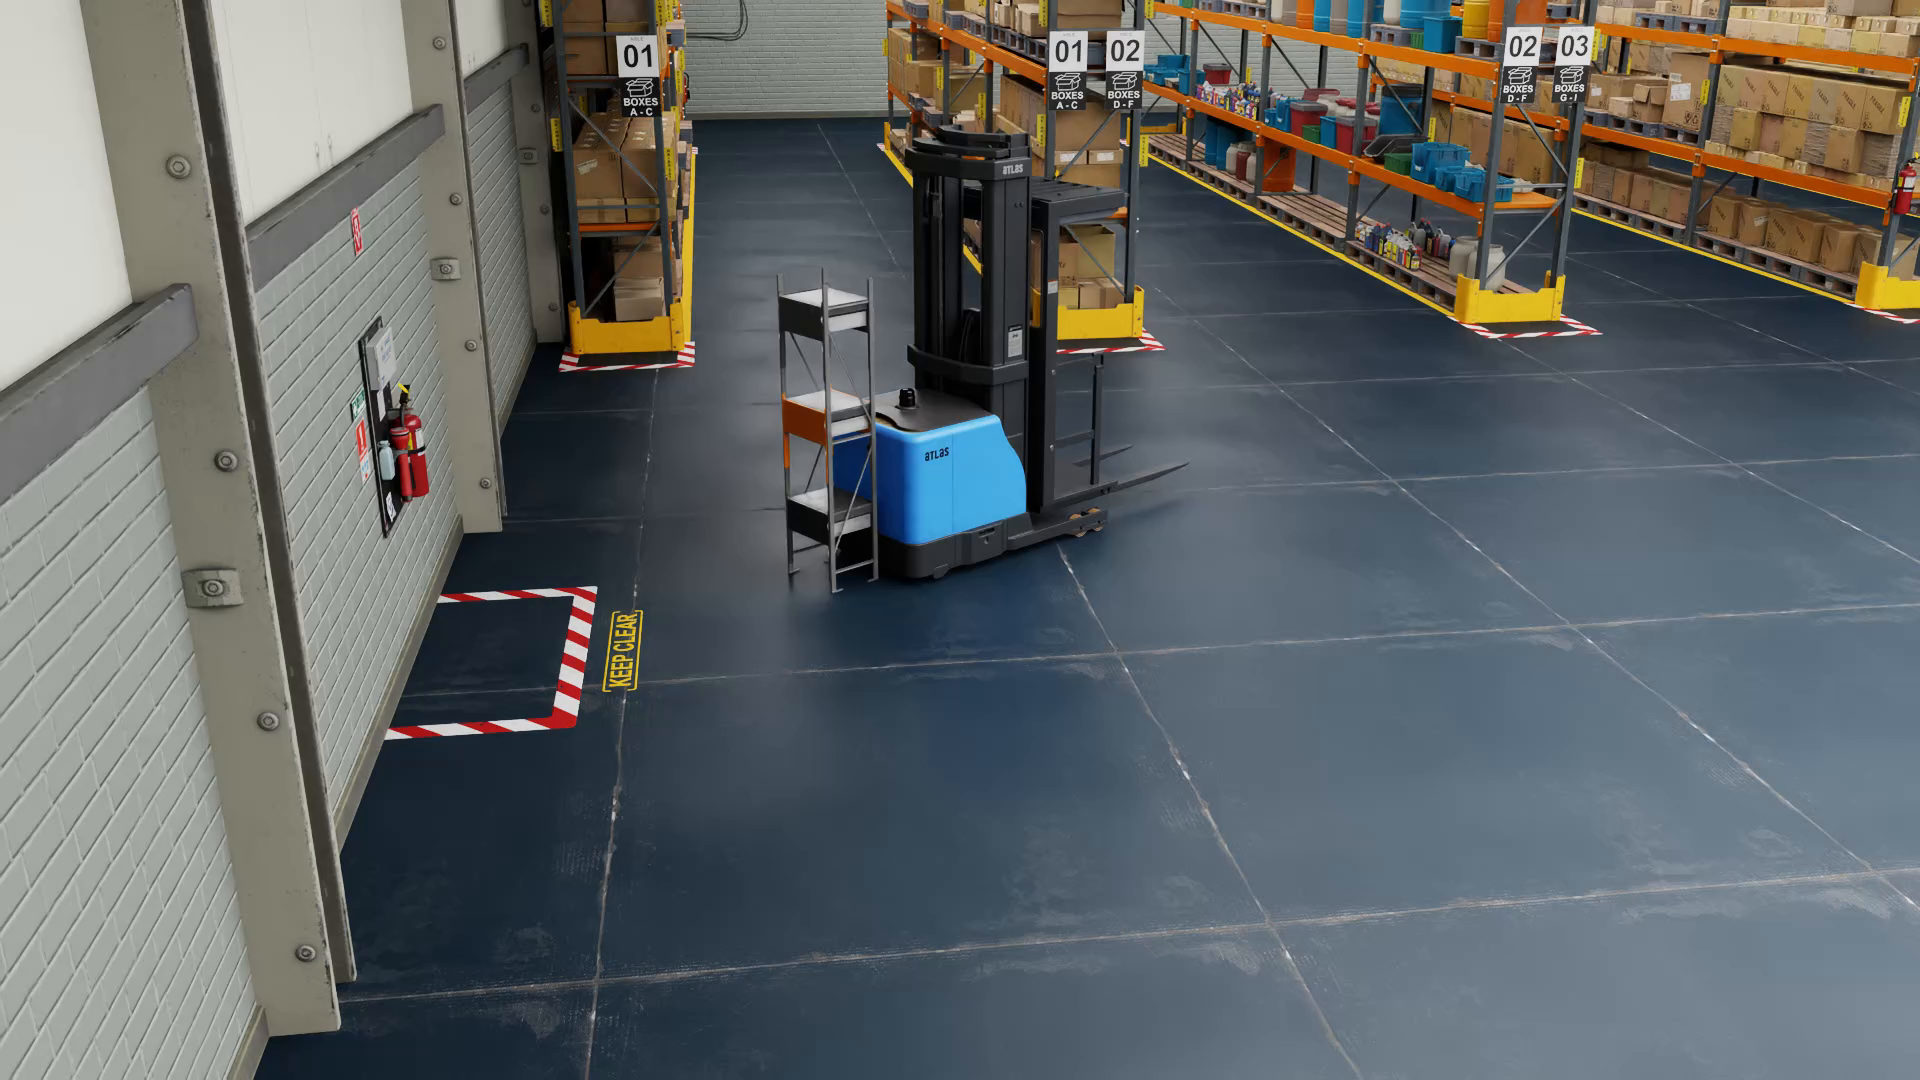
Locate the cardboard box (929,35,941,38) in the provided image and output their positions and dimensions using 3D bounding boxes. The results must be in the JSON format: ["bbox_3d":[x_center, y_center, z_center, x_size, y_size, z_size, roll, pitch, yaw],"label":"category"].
[{"bbox_3d":[-0.272,-8.864,30.090,0.500,0.500,0.500,-4,21,-9],"label":"cardboard box"}]

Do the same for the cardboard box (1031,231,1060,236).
[{"bbox_3d":[0.865,-3.436,19.387,0.500,0.500,0.500,-3,21,-8],"label":"cardboard box"}]

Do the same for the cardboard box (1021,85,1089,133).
[{"bbox_3d":[1.107,-5.025,19.386,0.700,0.500,0.500,-3,21,-8],"label":"cardboard box"}]

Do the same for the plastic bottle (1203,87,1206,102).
[{"bbox_3d":[4.267,-7.736,28.825,0.097,0.271,0.097,0,20,0],"label":"plastic bottle"}]

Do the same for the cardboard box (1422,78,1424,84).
[{"bbox_3d":[8.953,-8.641,31.424,0.380,0.149,0.250,-3,21,-7],"label":"cardboard box"}]

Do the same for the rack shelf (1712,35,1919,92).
[{"bbox_3d":[10.911,-5.919,20.518,1.077,0.370,4.000,-3,21,-8],"label":"rack shelf"}]

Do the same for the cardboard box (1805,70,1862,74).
[{"bbox_3d":[11.104,-5.710,21.220,0.500,0.500,0.500,-3,21,-8],"label":"cardboard box"}]

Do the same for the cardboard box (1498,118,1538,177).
[{"bbox_3d":[9.846,-6.679,28.248,1.225,0.875,0.875,-3,21,-8],"label":"cardboard box"}]

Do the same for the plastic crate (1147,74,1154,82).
[{"bbox_3d":[3.764,-8.901,32.052,0.250,0.136,0.298,-3,21,-8],"label":"plastic crate"}]

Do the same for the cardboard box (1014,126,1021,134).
[{"bbox_3d":[0.856,-4.847,19.837,0.380,0.149,0.250,-4,21,-9],"label":"cardboard box"}]

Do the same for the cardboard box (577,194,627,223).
[{"bbox_3d":[-3.765,-3.500,17.487,0.500,0.250,0.500,-3,21,-7],"label":"cardboard box"}]

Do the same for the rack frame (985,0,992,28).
[{"bbox_3d":[0.819,-7.856,20.387,1.000,3.000,0.127,-3,21,-8],"label":"rack frame"}]

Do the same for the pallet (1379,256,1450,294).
[{"bbox_3d":[5.956,-3.329,20.829,1.003,0.211,1.213,-3,21,-8],"label":"pallet"}]

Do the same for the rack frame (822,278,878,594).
[{"bbox_3d":[-0.719,-0.668,11.003,0.400,2.100,0.015,-17,27,-38],"label":"rack frame"}]

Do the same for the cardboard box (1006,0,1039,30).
[{"bbox_3d":[0.932,-6.185,19.253,0.797,0.503,0.637,-1,20,-2],"label":"cardboard box"}]

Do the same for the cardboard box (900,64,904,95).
[{"bbox_3d":[-0.812,-8.378,30.218,0.500,0.500,0.500,-2,21,-7],"label":"cardboard box"}]

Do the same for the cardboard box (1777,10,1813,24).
[{"bbox_3d":[10.519,-6.574,20.888,0.380,0.149,0.250,-3,21,-9],"label":"cardboard box"}]

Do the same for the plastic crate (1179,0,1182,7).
[{"bbox_3d":[4.121,-9.689,29.824,0.416,0.233,0.300,-3,21,-8],"label":"plastic crate"}]

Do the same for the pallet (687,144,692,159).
[{"bbox_3d":[-5.619,-7.370,31.646,1.003,0.211,1.213,-3,21,-8],"label":"pallet"}]

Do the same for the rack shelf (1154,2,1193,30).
[{"bbox_3d":[4.280,-9.824,30.974,1.077,0.370,4.000,-3,21,-8],"label":"rack shelf"}]

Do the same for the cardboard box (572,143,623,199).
[{"bbox_3d":[-3.784,-3.852,17.357,0.500,0.500,0.500,-3,21,-8],"label":"cardboard box"}]

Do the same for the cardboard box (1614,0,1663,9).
[{"bbox_3d":[10.008,-8.089,24.443,0.500,0.500,0.500,-4,21,-9],"label":"cardboard box"}]

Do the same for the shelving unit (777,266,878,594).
[{"bbox_3d":[-0.881,-0.732,11.174,0.431,2.100,0.503,-17,27,-38],"label":"shelving unit"}]

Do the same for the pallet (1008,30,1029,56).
[{"bbox_3d":[1.140,-5.693,19.012,1.003,0.211,1.213,-3,21,-8],"label":"pallet"}]

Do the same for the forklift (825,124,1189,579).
[{"bbox_3d":[0.470,-1.518,12.093,3.031,2.935,1.130,-17,27,-38],"label":"forklift"}]

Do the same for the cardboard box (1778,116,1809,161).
[{"bbox_3d":[10.867,-5.053,20.889,0.875,0.500,0.500,-3,21,-8],"label":"cardboard box"}]

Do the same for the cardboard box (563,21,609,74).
[{"bbox_3d":[-3.816,-5.002,16.864,0.500,0.500,0.500,-1,21,-4],"label":"cardboard box"}]

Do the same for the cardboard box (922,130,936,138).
[{"bbox_3d":[-0.361,-6.675,27.674,0.500,0.250,0.500,-3,21,-8],"label":"cardboard box"}]

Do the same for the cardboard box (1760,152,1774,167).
[{"bbox_3d":[10.561,-4.905,21.420,0.380,0.149,0.250,-3,21,-8],"label":"cardboard box"}]

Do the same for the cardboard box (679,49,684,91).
[{"bbox_3d":[-5.613,-8.662,30.692,0.980,0.700,0.700,-3,21,-8],"label":"cardboard box"}]

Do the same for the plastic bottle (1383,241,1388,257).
[{"bbox_3d":[5.472,-3.724,21.270,0.097,0.201,0.097,0,20,0],"label":"plastic bottle"}]

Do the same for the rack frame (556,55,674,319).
[{"bbox_3d":[-3.506,-3.409,17.057,1.000,3.000,0.127,-3,21,-8],"label":"rack frame"}]

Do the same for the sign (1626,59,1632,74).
[{"bbox_3d":[10.582,-7.464,26.373,0.100,0.325,0.005,-3,21,-8],"label":"sign"}]

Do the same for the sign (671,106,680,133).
[{"bbox_3d":[-3.546,-5.230,20.694,0.100,0.325,0.005,-3,21,-8],"label":"sign"}]

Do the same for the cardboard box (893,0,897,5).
[{"bbox_3d":[-0.955,-9.997,30.624,0.500,0.250,0.500,-3,21,-8],"label":"cardboard box"}]

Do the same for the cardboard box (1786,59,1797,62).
[{"bbox_3d":[14.788,-8.398,29.324,0.380,0.149,0.250,-4,21,-10],"label":"cardboard box"}]

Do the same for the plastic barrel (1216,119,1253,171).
[{"bbox_3d":[4.732,-6.843,28.649,0.600,0.901,0.708,-3,21,-8],"label":"plastic barrel"}]

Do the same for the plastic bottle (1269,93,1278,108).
[{"bbox_3d":[5.202,-7.267,27.563,0.152,0.276,0.135,-3,21,-8],"label":"plastic bottle"}]

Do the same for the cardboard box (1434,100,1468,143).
[{"bbox_3d":[9.453,-7.747,31.108,0.875,0.875,0.875,-3,21,-8],"label":"cardboard box"}]

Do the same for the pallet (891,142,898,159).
[{"bbox_3d":[-0.784,-7.591,32.240,1.003,0.211,1.213,-3,21,-8],"label":"pallet"}]

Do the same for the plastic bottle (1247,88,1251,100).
[{"bbox_3d":[4.950,-7.569,28.379,0.097,0.271,0.097,0,20,0],"label":"plastic bottle"}]

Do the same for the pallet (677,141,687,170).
[{"bbox_3d":[-4.048,-4.976,21.526,1.003,0.211,1.213,-3,21,-8],"label":"pallet"}]

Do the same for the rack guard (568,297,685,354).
[{"bbox_3d":[-3.517,-2.264,17.565,1.175,0.500,0.348,-3,21,-8],"label":"rack guard"}]

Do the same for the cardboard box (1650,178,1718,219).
[{"bbox_3d":[10.505,-4.958,24.149,0.700,0.500,0.500,-3,21,-8],"label":"cardboard box"}]

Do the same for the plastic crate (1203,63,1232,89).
[{"bbox_3d":[4.688,-8.443,30.359,0.402,0.464,0.583,-3,21,-8],"label":"plastic crate"}]

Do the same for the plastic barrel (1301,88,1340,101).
[{"bbox_3d":[5.512,-6.597,25.398,0.600,0.536,0.708,-3,21,-8],"label":"plastic barrel"}]

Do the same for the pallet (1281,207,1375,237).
[{"bbox_3d":[5.391,-4.681,24.447,1.003,0.211,1.213,-3,21,-8],"label":"pallet"}]

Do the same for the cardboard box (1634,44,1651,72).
[{"bbox_3d":[13.767,-9.576,33.000,0.500,0.500,0.500,-3,21,-7],"label":"cardboard box"}]

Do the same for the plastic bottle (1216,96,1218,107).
[{"bbox_3d":[4.381,-7.429,28.103,0.097,0.201,0.097,0,20,0],"label":"plastic bottle"}]

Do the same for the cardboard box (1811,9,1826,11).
[{"bbox_3d":[11.091,-6.693,21.207,0.380,0.149,0.250,-4,21,-9],"label":"cardboard box"}]

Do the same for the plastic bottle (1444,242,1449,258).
[{"bbox_3d":[6.237,-3.706,21.223,0.097,0.201,0.097,0,20,0],"label":"plastic bottle"}]

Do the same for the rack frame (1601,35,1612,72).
[{"bbox_3d":[13.816,-9.913,34.472,1.000,3.000,0.127,-3,21,-8],"label":"rack frame"}]

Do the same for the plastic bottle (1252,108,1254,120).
[{"bbox_3d":[4.666,-6.745,26.272,0.097,0.201,0.097,0,20,0],"label":"plastic bottle"}]
